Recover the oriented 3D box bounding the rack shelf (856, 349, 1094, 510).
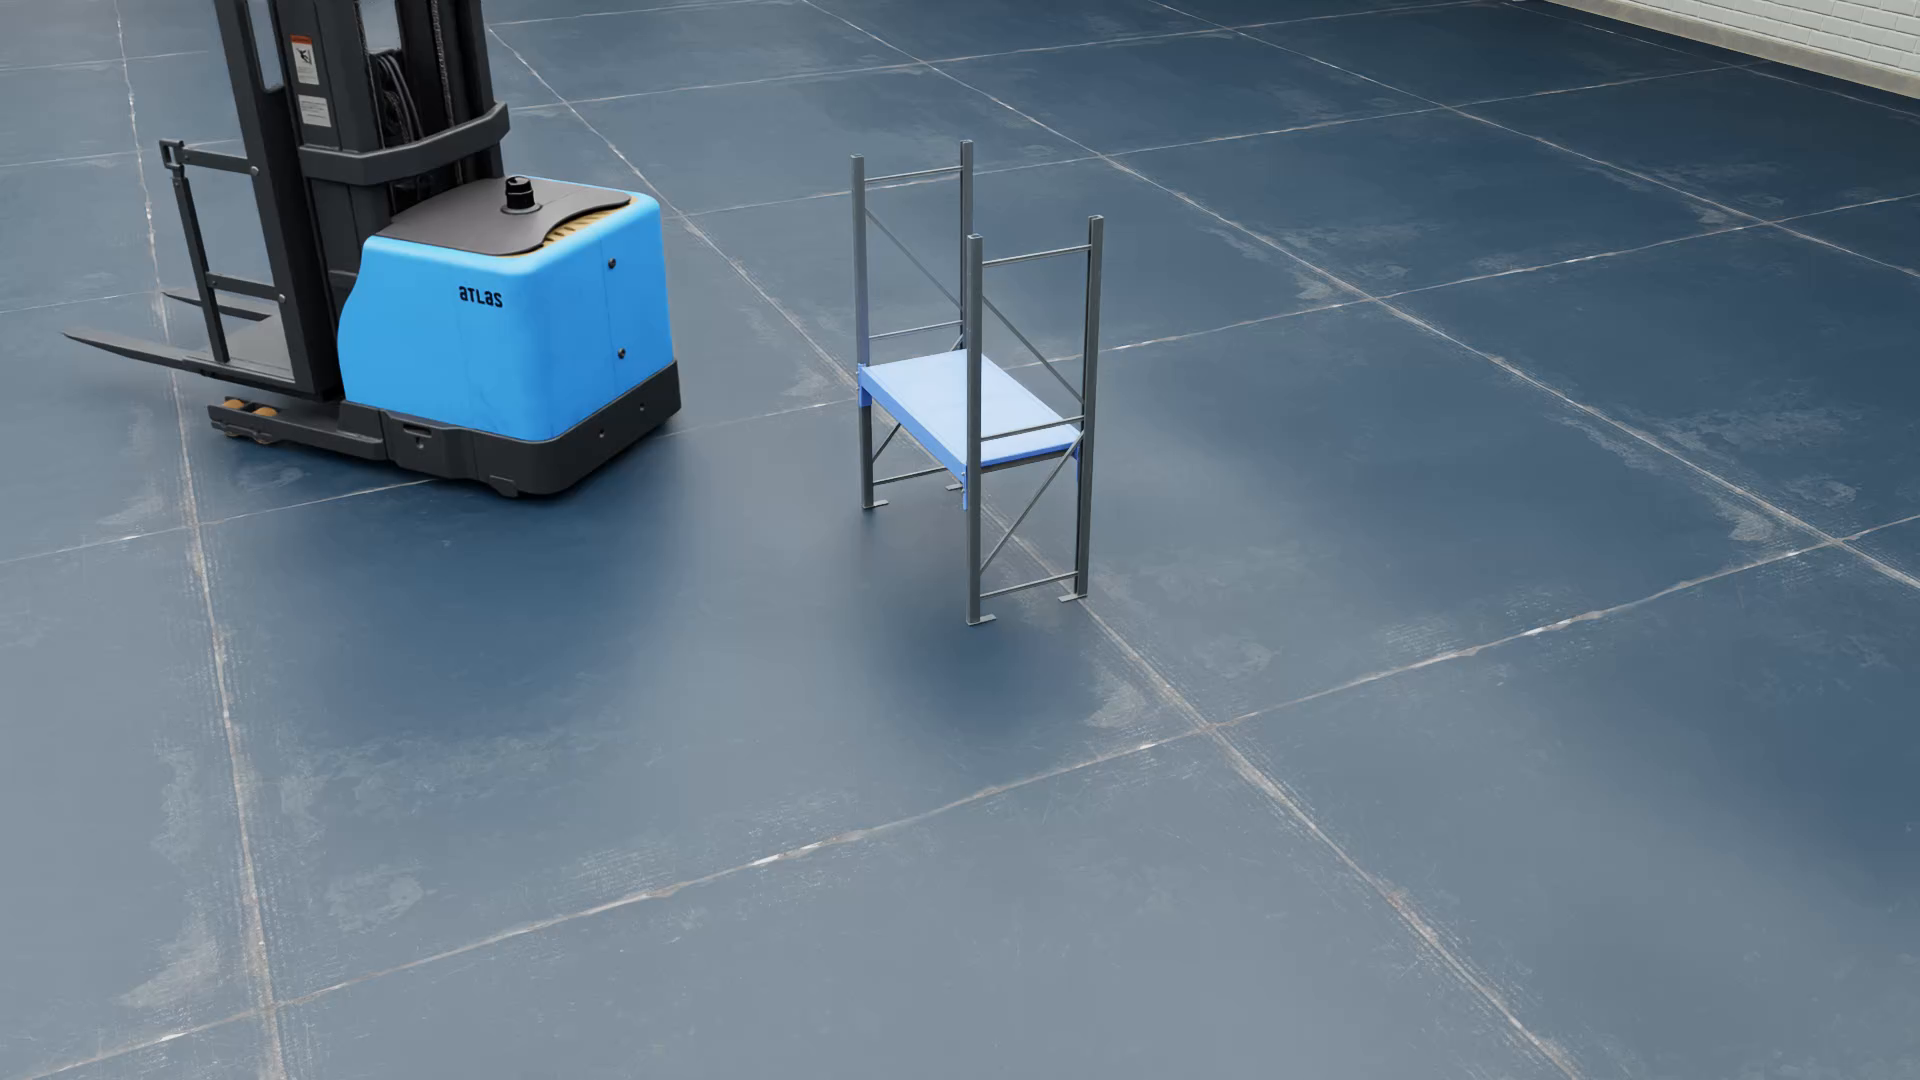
[{"bbox_3d":[0.037,-0.460,6.404,0.538,0.185,1.000,-13,32,-22],"label":"rack shelf"}]

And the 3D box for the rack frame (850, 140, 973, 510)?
[{"bbox_3d":[-0.182,-0.841,6.716,0.500,1.500,0.032,-13,32,-22],"label":"rack frame"}]

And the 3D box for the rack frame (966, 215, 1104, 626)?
[{"bbox_3d":[0.255,-0.392,5.916,0.500,1.500,0.032,-13,32,-22],"label":"rack frame"}]

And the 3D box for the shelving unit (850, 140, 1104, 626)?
[{"bbox_3d":[0.037,-0.616,6.316,0.538,1.500,1.048,-13,32,-22],"label":"shelving unit"}]

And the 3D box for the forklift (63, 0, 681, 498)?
[{"bbox_3d":[-2.851,-1.930,7.195,3.031,2.935,1.130,13,32,21],"label":"forklift"}]
